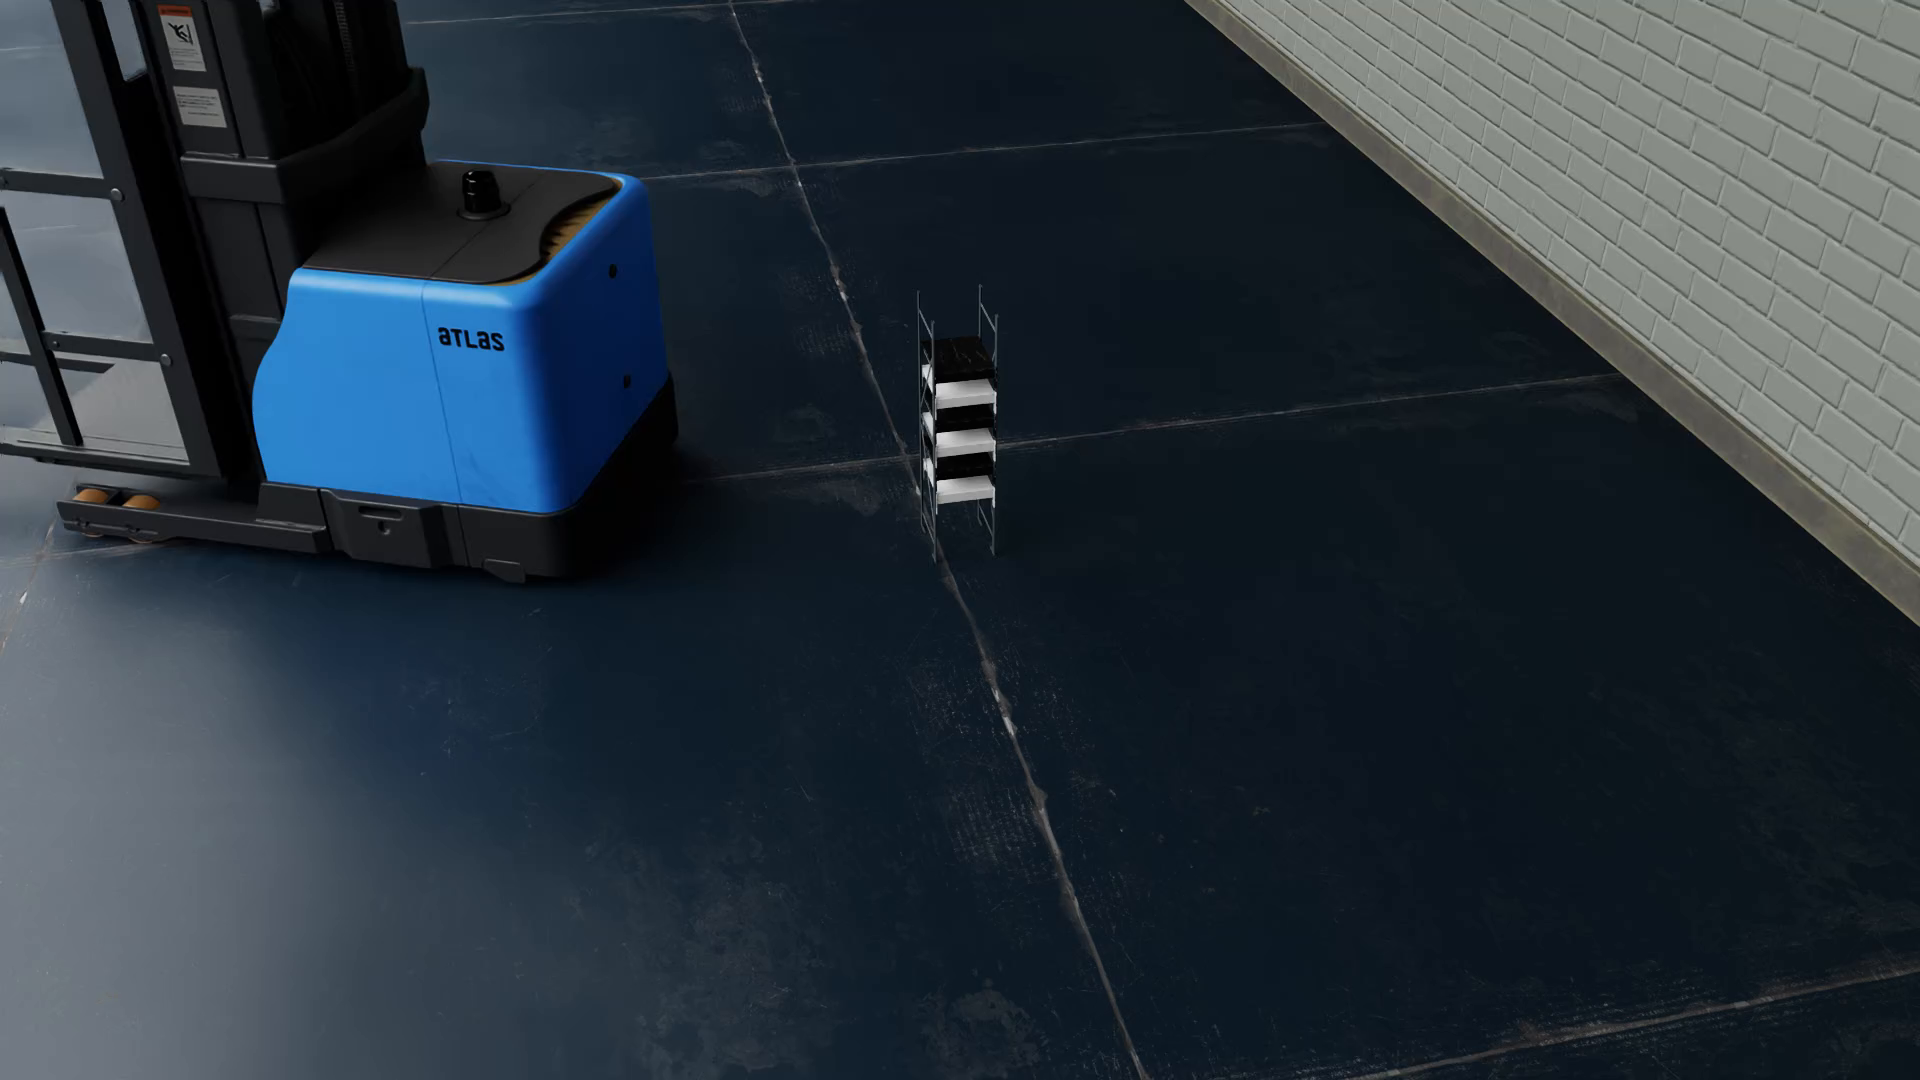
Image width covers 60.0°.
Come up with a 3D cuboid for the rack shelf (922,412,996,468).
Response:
[{"bbox_3d":[-0.008,-0.345,5.516,0.200,0.077,0.258,-7,35,-11],"label":"rack shelf"}]

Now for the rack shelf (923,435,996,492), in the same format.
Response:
[{"bbox_3d":[-0.008,-0.270,5.566,0.200,0.077,0.258,-7,35,-11],"label":"rack shelf"}]

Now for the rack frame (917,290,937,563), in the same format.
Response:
[{"bbox_3d":[-0.107,-0.360,5.479,0.006,0.900,0.240,-7,35,-11],"label":"rack frame"}]

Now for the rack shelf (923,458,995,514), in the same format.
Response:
[{"bbox_3d":[-0.008,-0.196,5.617,0.200,0.077,0.258,-7,35,-11],"label":"rack shelf"}]

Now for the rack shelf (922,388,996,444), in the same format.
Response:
[{"bbox_3d":[-0.008,-0.420,5.466,0.200,0.077,0.258,-7,35,-11],"label":"rack shelf"}]

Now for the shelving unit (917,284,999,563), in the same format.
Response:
[{"bbox_3d":[-0.008,-0.373,5.498,0.210,0.900,0.258,-7,35,-11],"label":"shelving unit"}]

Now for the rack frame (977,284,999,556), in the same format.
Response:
[{"bbox_3d":[0.091,-0.385,5.516,0.006,0.900,0.240,-7,35,-11],"label":"rack frame"}]

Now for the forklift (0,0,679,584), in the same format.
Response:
[{"bbox_3d":[-2.621,-1.483,5.330,3.031,2.935,1.130,7,34,10],"label":"forklift"}]

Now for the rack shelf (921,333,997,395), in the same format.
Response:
[{"bbox_3d":[-0.008,-0.569,5.366,0.200,0.077,0.258,-7,35,-11],"label":"rack shelf"}]

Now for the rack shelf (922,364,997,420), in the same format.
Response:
[{"bbox_3d":[-0.008,-0.494,5.416,0.200,0.077,0.258,-7,35,-11],"label":"rack shelf"}]
